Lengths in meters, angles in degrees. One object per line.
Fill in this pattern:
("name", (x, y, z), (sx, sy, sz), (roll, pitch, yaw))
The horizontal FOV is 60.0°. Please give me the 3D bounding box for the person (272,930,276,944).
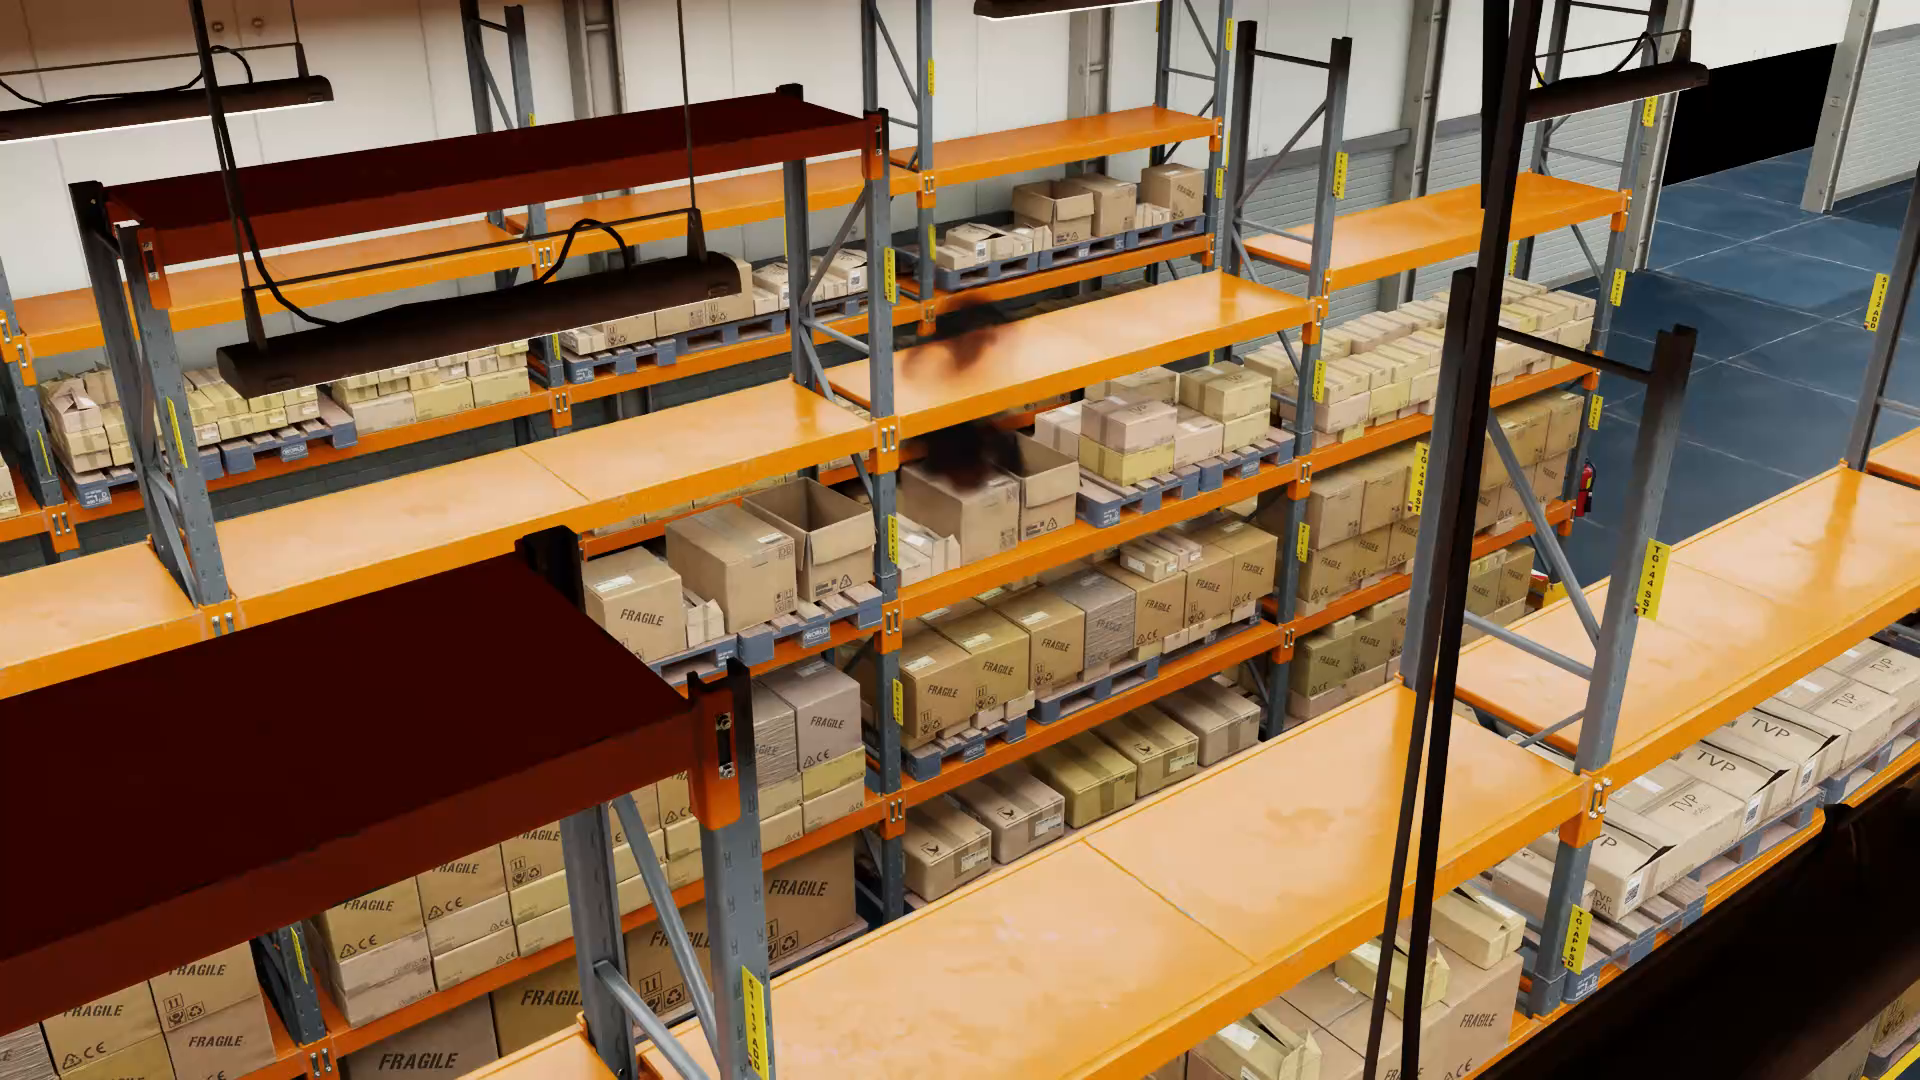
("person", (-5.219, 2.298, 11.430), (0.675, 1.745, 0.821), (23, 34, 38))
